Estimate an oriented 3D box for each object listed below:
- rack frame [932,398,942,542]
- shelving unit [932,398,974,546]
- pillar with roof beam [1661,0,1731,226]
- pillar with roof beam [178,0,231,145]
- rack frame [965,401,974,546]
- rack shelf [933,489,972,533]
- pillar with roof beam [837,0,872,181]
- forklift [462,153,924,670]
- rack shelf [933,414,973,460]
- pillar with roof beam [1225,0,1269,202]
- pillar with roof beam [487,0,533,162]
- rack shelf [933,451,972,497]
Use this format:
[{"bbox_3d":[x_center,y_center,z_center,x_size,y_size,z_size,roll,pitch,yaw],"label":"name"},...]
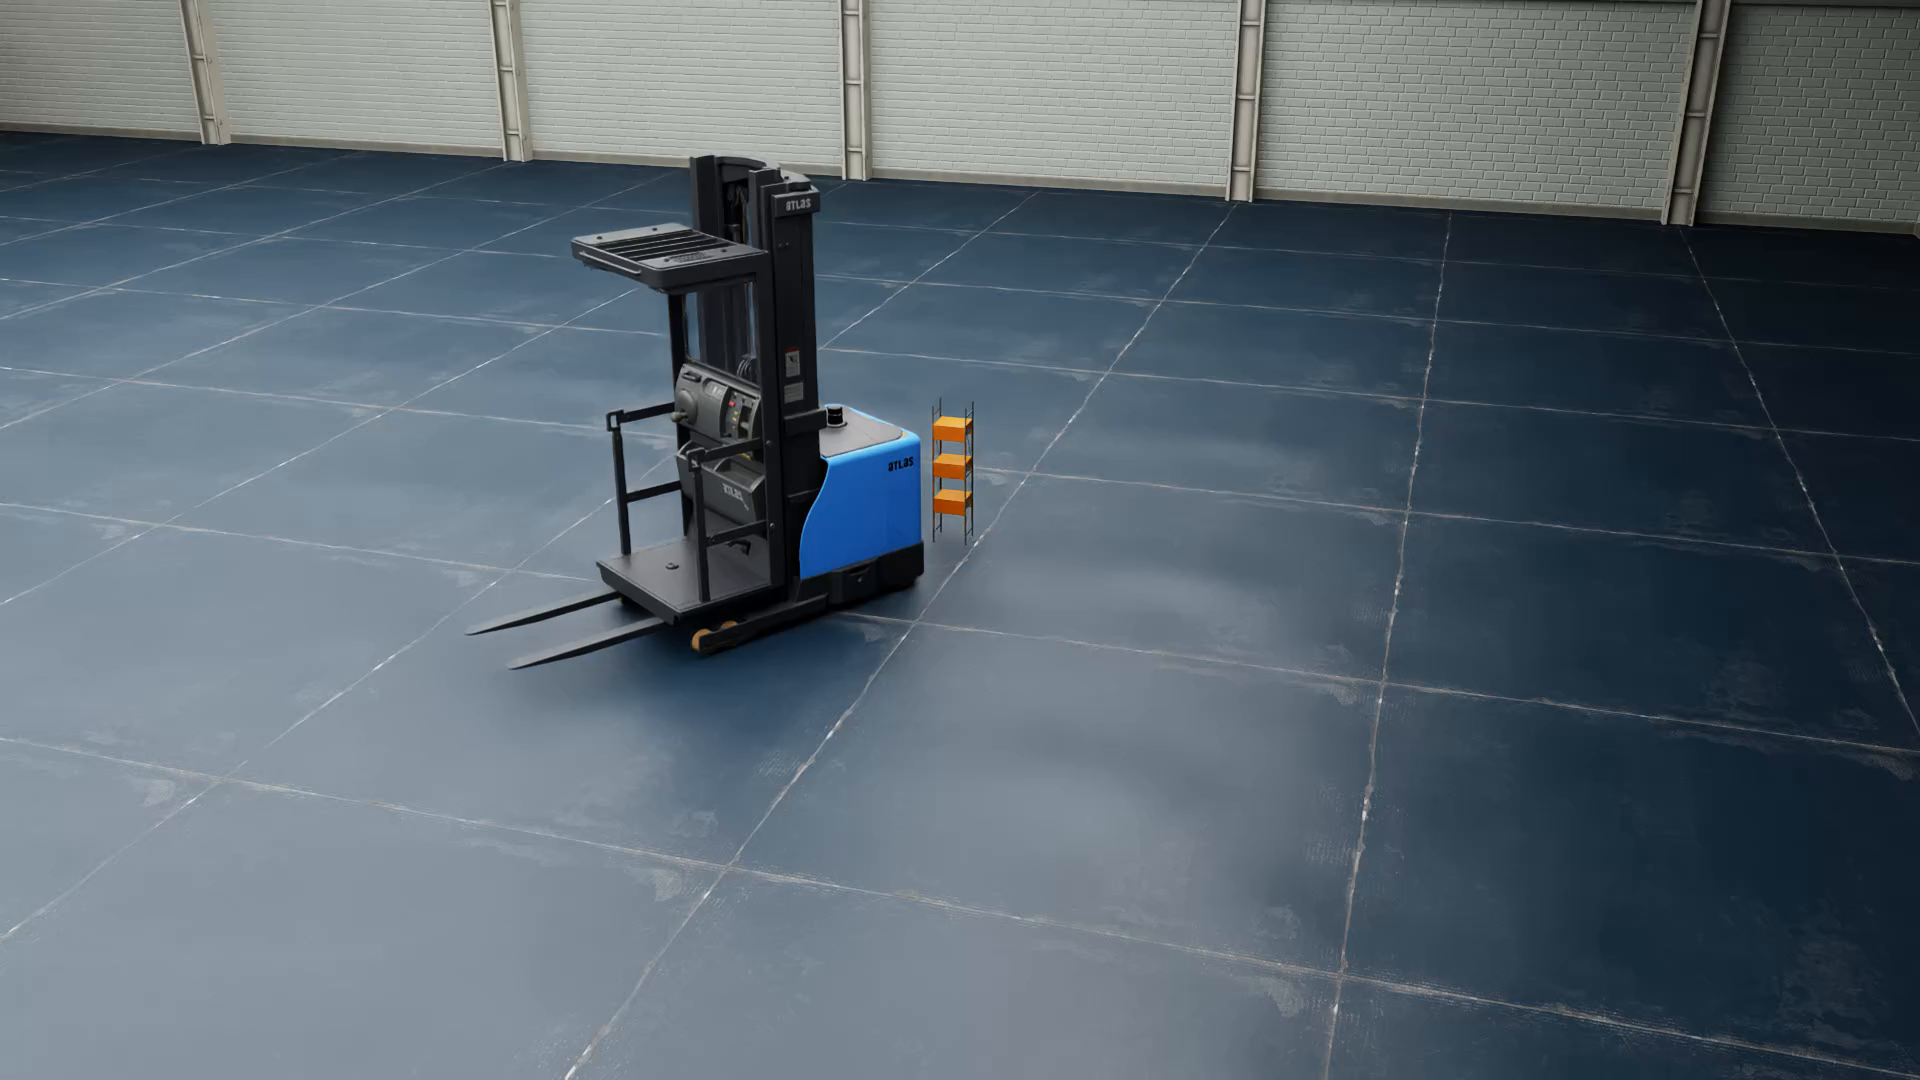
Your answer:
[{"bbox_3d":[-0.168,-0.505,12.118,0.008,1.050,0.200,7,23,16],"label":"rack frame"},{"bbox_3d":[-0.051,-0.492,12.085,0.252,1.050,0.215,7,23,16],"label":"shelving unit"},{"bbox_3d":[8.634,-6.965,17.393,0.400,9.000,9.100,7,23,16],"label":"pillar with roof beam"},{"bbox_3d":[-14.343,-9.596,23.807,0.400,9.000,9.100,7,23,16],"label":"pillar with roof beam"},{"bbox_3d":[0.066,-0.478,12.052,0.008,1.050,0.200,7,23,16],"label":"rack frame"},{"bbox_3d":[-0.051,-0.225,12.195,0.240,0.259,0.215,7,23,16],"label":"rack shelf"},{"bbox_3d":[-2.855,-8.281,20.600,0.400,9.000,9.100,7,23,16],"label":"pillar with roof beam"},{"bbox_3d":[-1.707,-0.851,10.483,3.031,2.935,1.130,-17,28,-36],"label":"forklift"},{"bbox_3d":[-0.051,-0.744,11.981,0.240,0.259,0.215,7,23,16],"label":"rack shelf"},{"bbox_3d":[2.890,-7.623,18.997,0.400,9.000,9.100,7,23,16],"label":"pillar with roof beam"},{"bbox_3d":[-8.599,-8.939,22.204,0.400,9.000,9.100,7,23,16],"label":"pillar with roof beam"},{"bbox_3d":[-0.051,-0.482,12.089,0.240,0.259,0.215,7,23,16],"label":"rack shelf"}]
